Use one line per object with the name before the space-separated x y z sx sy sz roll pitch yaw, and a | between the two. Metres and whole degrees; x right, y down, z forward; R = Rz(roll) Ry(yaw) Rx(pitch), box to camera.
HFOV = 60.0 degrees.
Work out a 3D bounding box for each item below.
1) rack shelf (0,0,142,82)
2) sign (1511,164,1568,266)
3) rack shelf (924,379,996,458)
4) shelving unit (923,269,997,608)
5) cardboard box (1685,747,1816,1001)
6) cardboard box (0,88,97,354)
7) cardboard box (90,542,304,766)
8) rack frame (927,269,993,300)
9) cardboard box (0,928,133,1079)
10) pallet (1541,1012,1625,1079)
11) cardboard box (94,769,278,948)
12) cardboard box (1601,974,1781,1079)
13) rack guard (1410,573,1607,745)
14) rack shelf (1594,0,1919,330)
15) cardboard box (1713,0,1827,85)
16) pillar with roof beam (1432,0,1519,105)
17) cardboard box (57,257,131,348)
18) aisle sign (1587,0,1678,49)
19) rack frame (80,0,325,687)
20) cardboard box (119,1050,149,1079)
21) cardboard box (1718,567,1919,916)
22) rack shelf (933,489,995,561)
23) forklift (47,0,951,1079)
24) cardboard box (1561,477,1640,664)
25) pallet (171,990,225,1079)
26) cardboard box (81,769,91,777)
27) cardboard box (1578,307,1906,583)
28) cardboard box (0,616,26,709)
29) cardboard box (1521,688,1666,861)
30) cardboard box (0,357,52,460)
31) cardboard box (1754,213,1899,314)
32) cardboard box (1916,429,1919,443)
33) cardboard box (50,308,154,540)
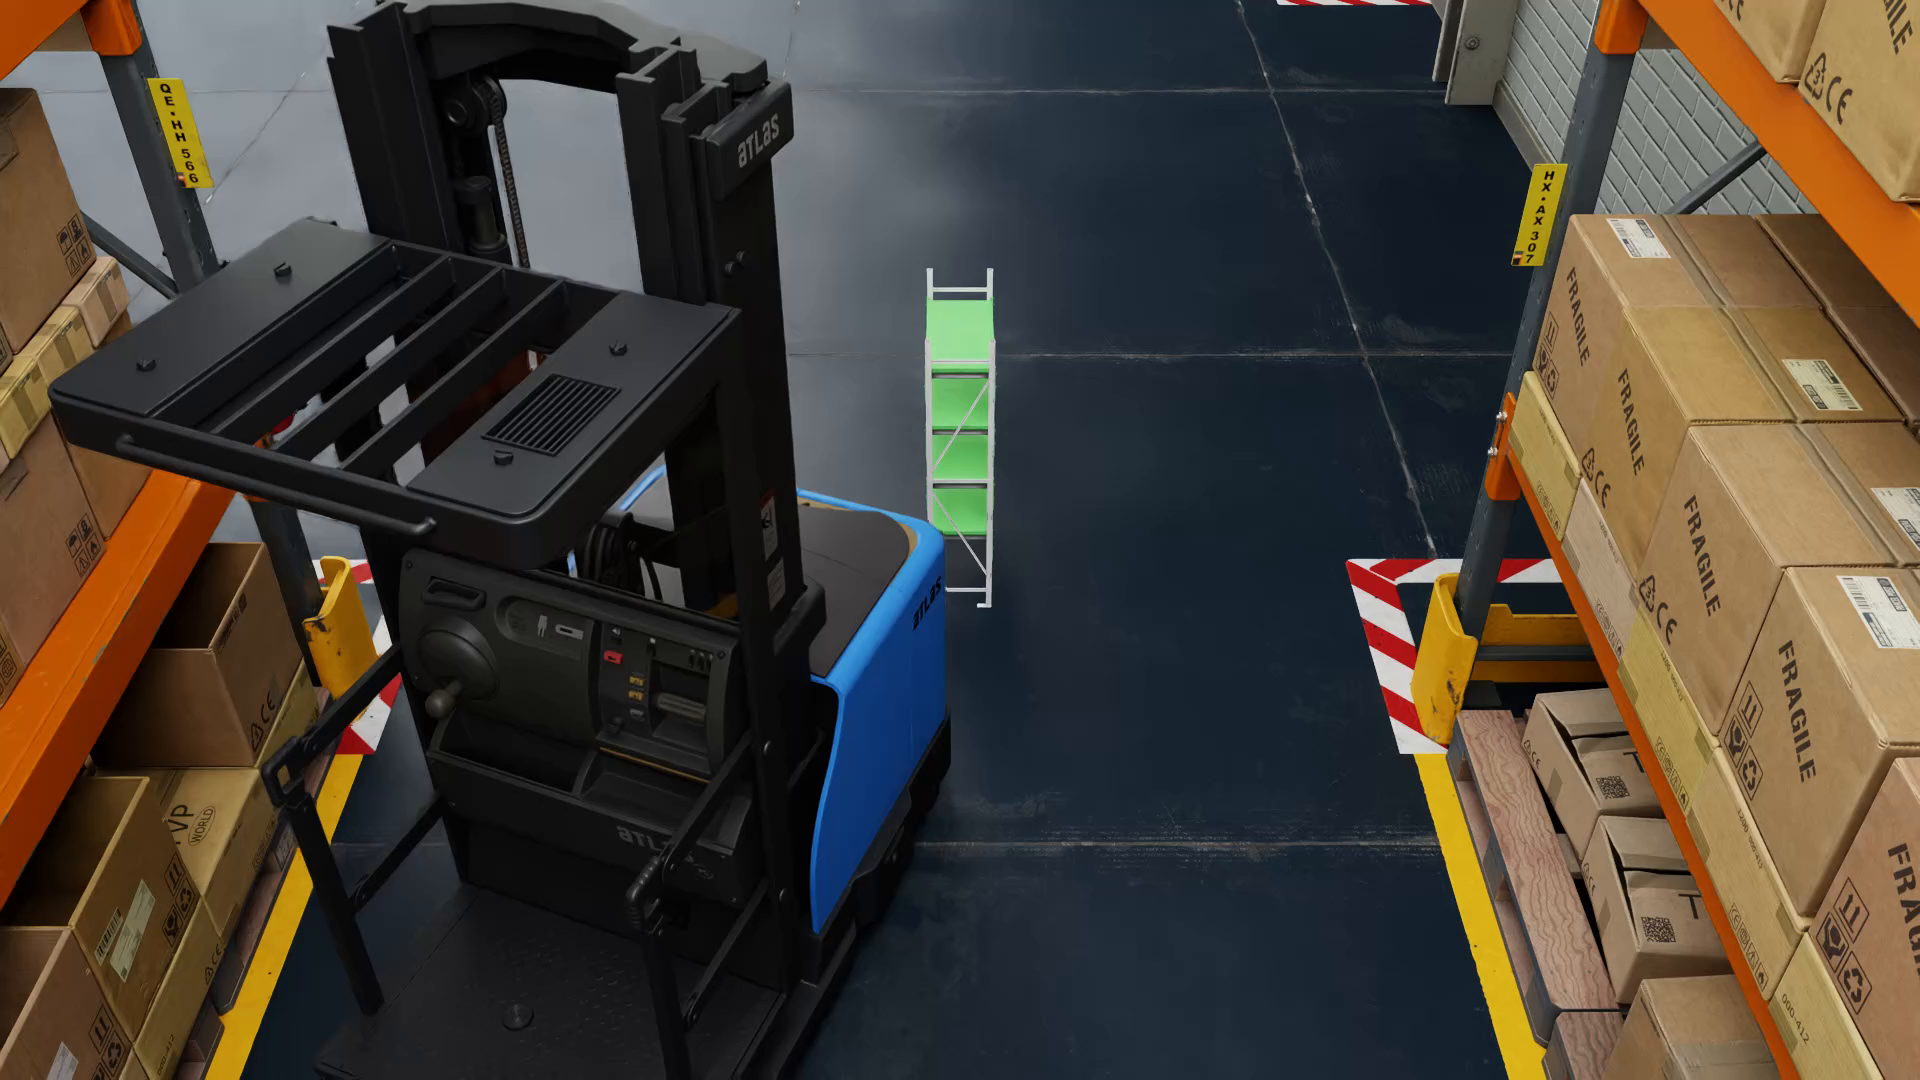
rack shelf | -2.722 -0.239 2.826 1.077 0.370 4.000 0 39 0
sign | 1.687 -0.943 4.835 0.100 0.325 0.005 0 39 0
rack shelf | 0.000 -0.502 6.135 0.258 0.148 0.480 0 39 0
shelving unit | 0.000 -0.365 6.246 0.258 1.200 0.503 0 39 0
cardboard box | 1.920 0.710 3.569 0.500 0.250 0.500 0 39 0
cardboard box | -2.737 -0.820 4.257 0.700 0.500 0.500 0 39 0
cardboard box | -2.426 0.352 5.175 0.500 0.500 0.500 0 39 0
rack frame | 0.000 -0.517 6.436 0.240 1.200 0.015 0 39 0
cardboard box | -2.411 1.290 4.005 0.500 0.500 0.500 0 39 0
pallet | 2.193 1.799 4.336 1.003 0.211 1.213 0 39 0
cardboard box | -2.416 0.957 5.020 0.500 0.250 0.500 0 39 0
cardboard box | 2.092 1.446 4.193 0.700 0.500 0.500 -2 39 -3
rack guard | 2.229 0.418 5.829 1.175 0.500 0.348 0 39 0
rack shelf | 2.232 -0.244 2.833 1.077 0.370 4.000 0 39 0
cardboard box | 1.945 -1.278 3.451 0.500 0.500 0.500 2 39 3
pillar with roof beam | -1.217 -6.258 7.363 9.100 9.000 0.400 0 39 0
cardboard box | -2.533 -0.653 4.567 0.380 0.149 0.250 -1 39 -1
aisle sign | 1.929 -1.665 4.350 0.394 0.787 0.004 0 39 0
rack frame | -2.724 -0.599 5.099 1.000 3.000 0.127 0 39 0
cardboard box | -2.415 1.583 4.239 0.500 0.250 0.500 0 39 0
cardboard box | 1.927 0.406 3.348 0.500 0.500 0.500 1 39 1
rack shelf | 0.000 -0.128 6.436 0.258 0.148 0.480 0 39 0
forklift | -1.056 0.386 3.925 1.130 2.935 3.031 14 41 17
cardboard box | 1.927 0.075 4.361 0.500 0.250 0.500 -1 39 -1
pallet | -2.683 1.728 4.425 1.003 0.211 1.213 0 39 0
cardboard box | -2.942 0.958 5.019 0.500 0.250 0.500 0 39 0
cardboard box | 1.920 -0.239 4.154 0.500 0.500 0.500 0 39 0
cardboard box | -2.736 0.292 3.907 0.700 0.500 0.500 0 39 0
cardboard box | 2.140 0.705 5.270 0.500 0.311 0.500 -4 39 -5
cardboard box | -2.531 -0.329 4.163 0.380 0.149 0.250 -1 39 -1
cardboard box | 2.442 -0.553 4.545 0.500 0.500 0.500 0 39 -1
cardboard box | 2.438 0.085 3.749 0.500 0.500 0.500 -1 39 -1
cardboard box | -2.737 -0.347 4.704 0.700 0.500 0.500 0 39 0
